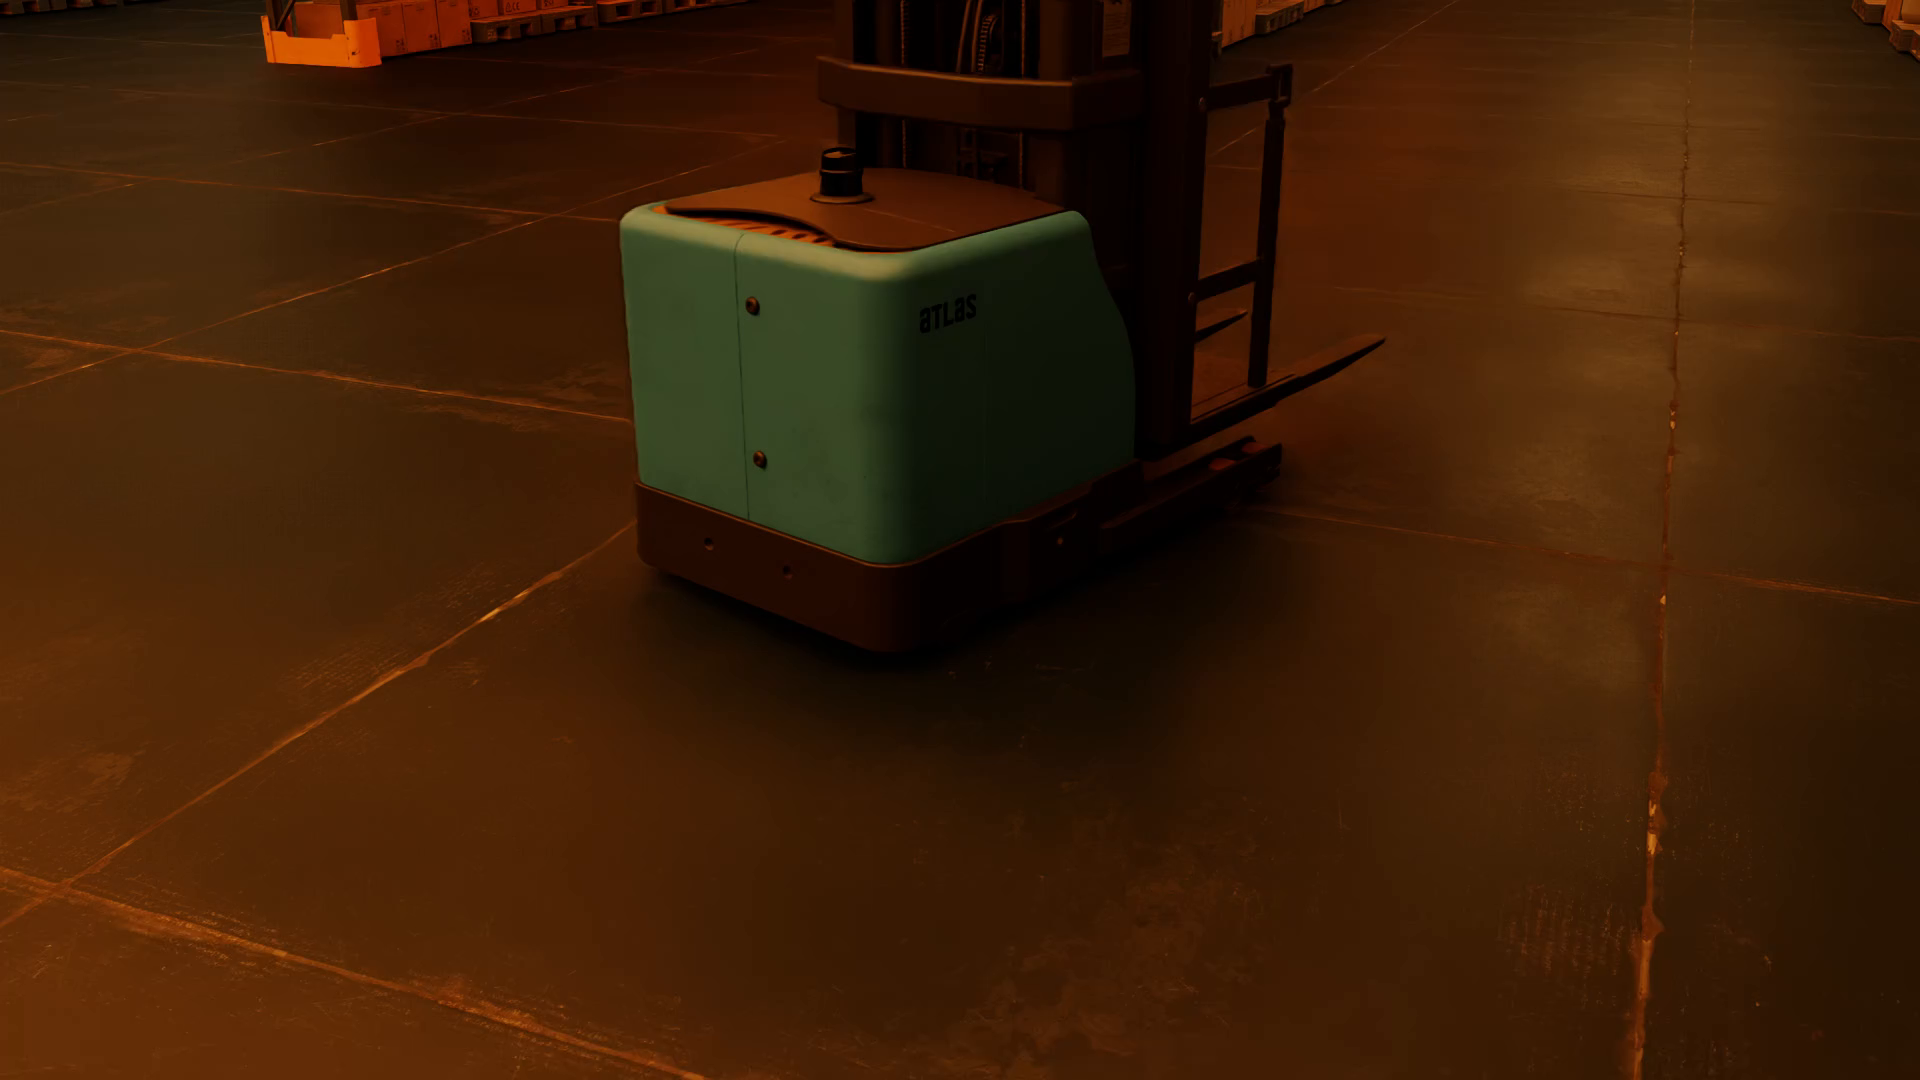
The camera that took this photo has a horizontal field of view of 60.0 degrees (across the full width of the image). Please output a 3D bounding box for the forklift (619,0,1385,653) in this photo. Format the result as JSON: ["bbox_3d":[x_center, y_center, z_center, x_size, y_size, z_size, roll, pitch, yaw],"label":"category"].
[{"bbox_3d":[0.405,-1.559,5.023,1.130,2.935,3.031,18,29,36],"label":"forklift"}]
